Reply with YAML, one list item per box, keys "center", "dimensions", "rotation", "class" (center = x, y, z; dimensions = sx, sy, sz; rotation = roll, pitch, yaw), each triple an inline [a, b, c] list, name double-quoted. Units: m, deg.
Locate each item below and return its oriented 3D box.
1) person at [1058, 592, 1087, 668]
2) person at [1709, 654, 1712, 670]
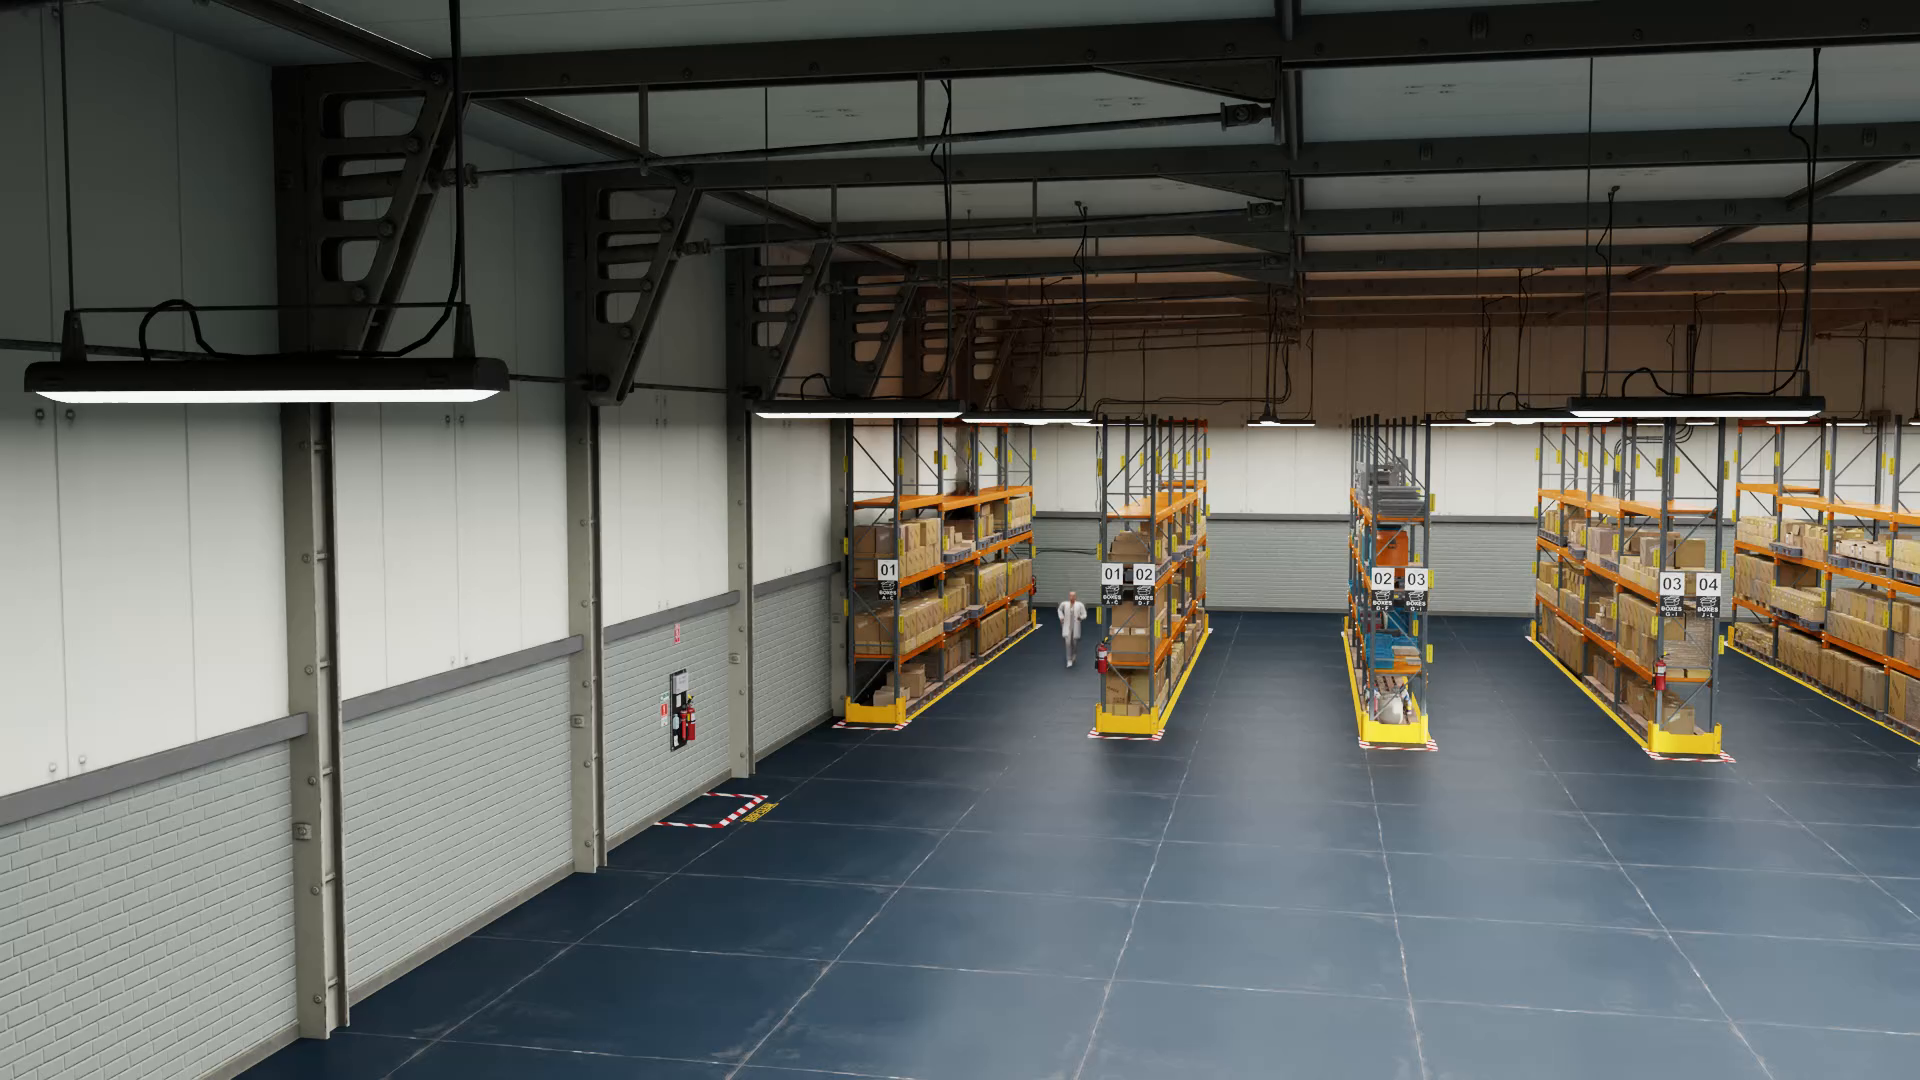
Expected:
- center: [2.718, 2.141, 40.330]
  dimensions: [0.708, 1.792, 1.046]
  rotation: [0, 4, 4]
  class: "person"
- center: [17.819, 2.209, 39.825]
  dimensions: [0.672, 1.789, 0.786]
  rotation: [1, 4, 9]
  class: "person"
